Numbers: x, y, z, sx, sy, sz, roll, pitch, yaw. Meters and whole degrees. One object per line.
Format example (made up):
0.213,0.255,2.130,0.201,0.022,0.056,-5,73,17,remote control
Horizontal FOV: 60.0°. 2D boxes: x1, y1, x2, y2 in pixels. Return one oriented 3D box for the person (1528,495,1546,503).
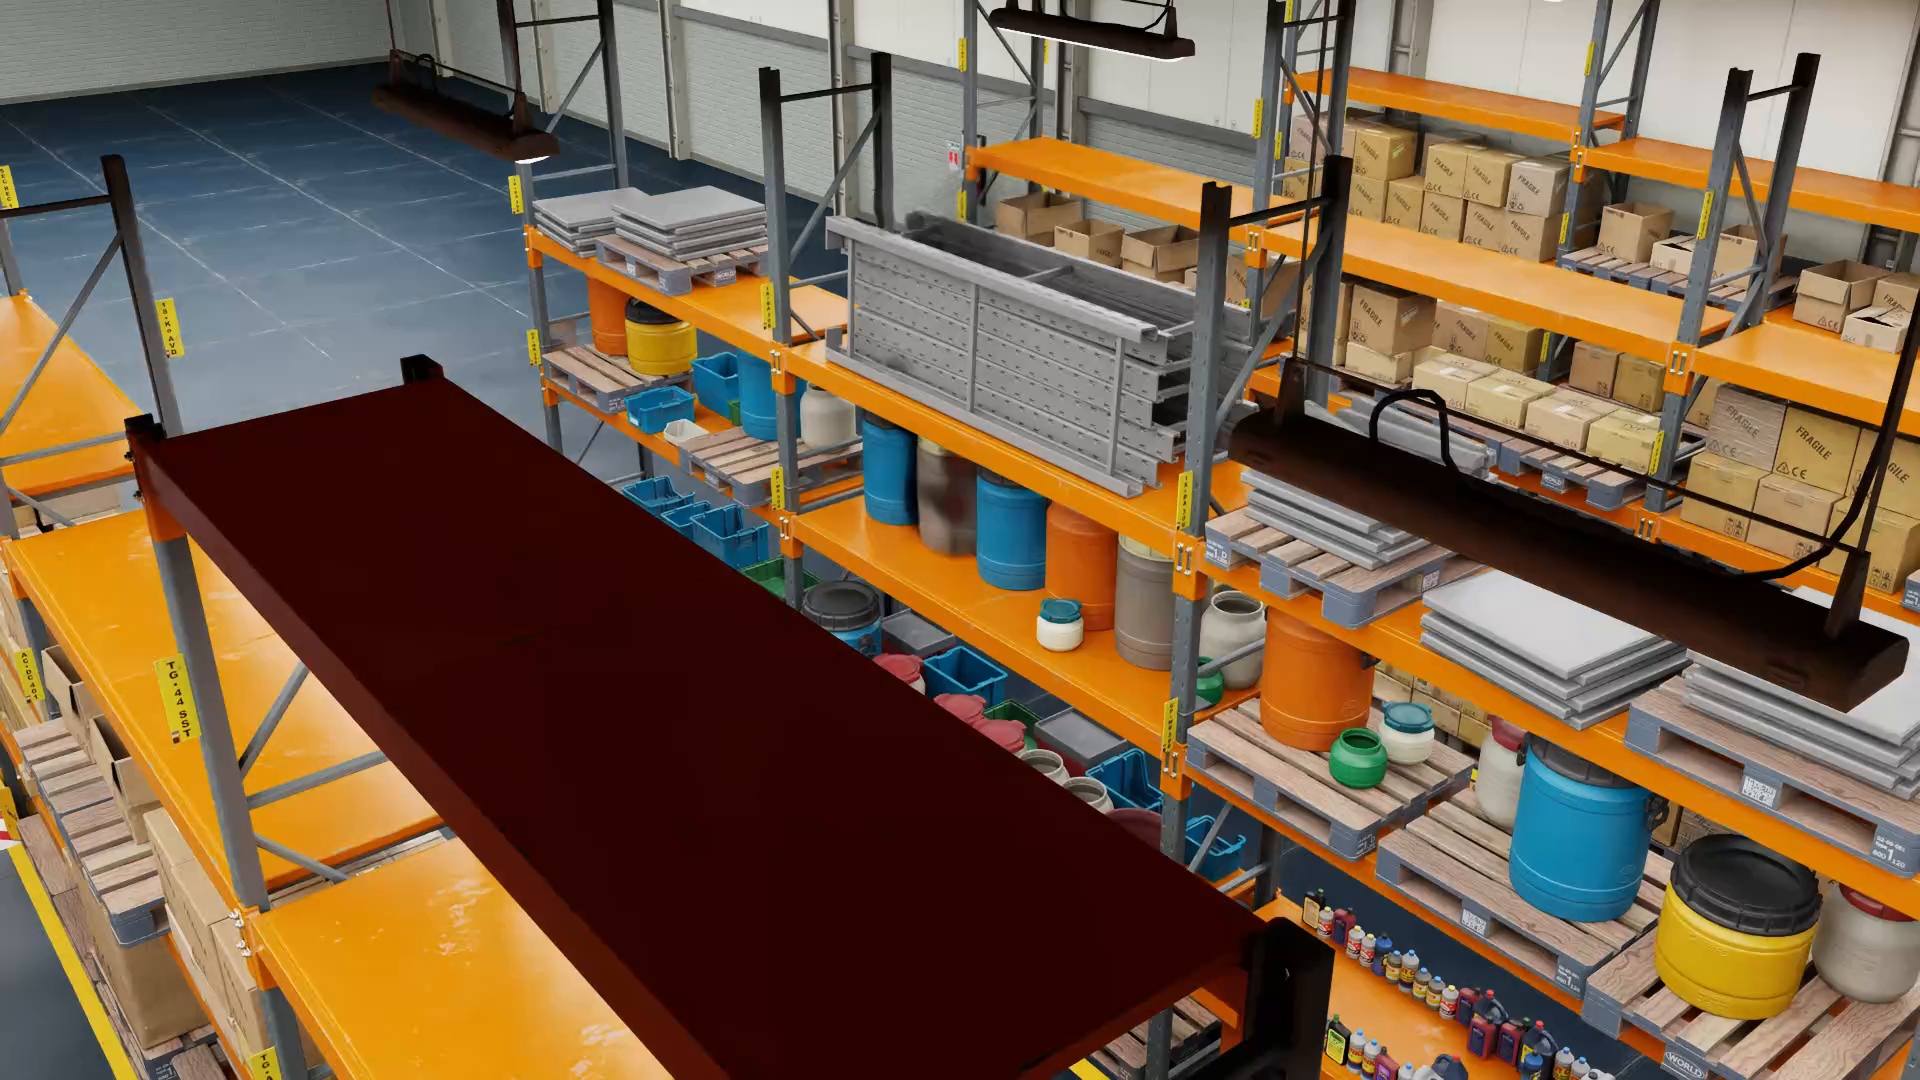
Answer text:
5.321,0.319,15.703,0.688,1.626,0.551,23,34,39,person
